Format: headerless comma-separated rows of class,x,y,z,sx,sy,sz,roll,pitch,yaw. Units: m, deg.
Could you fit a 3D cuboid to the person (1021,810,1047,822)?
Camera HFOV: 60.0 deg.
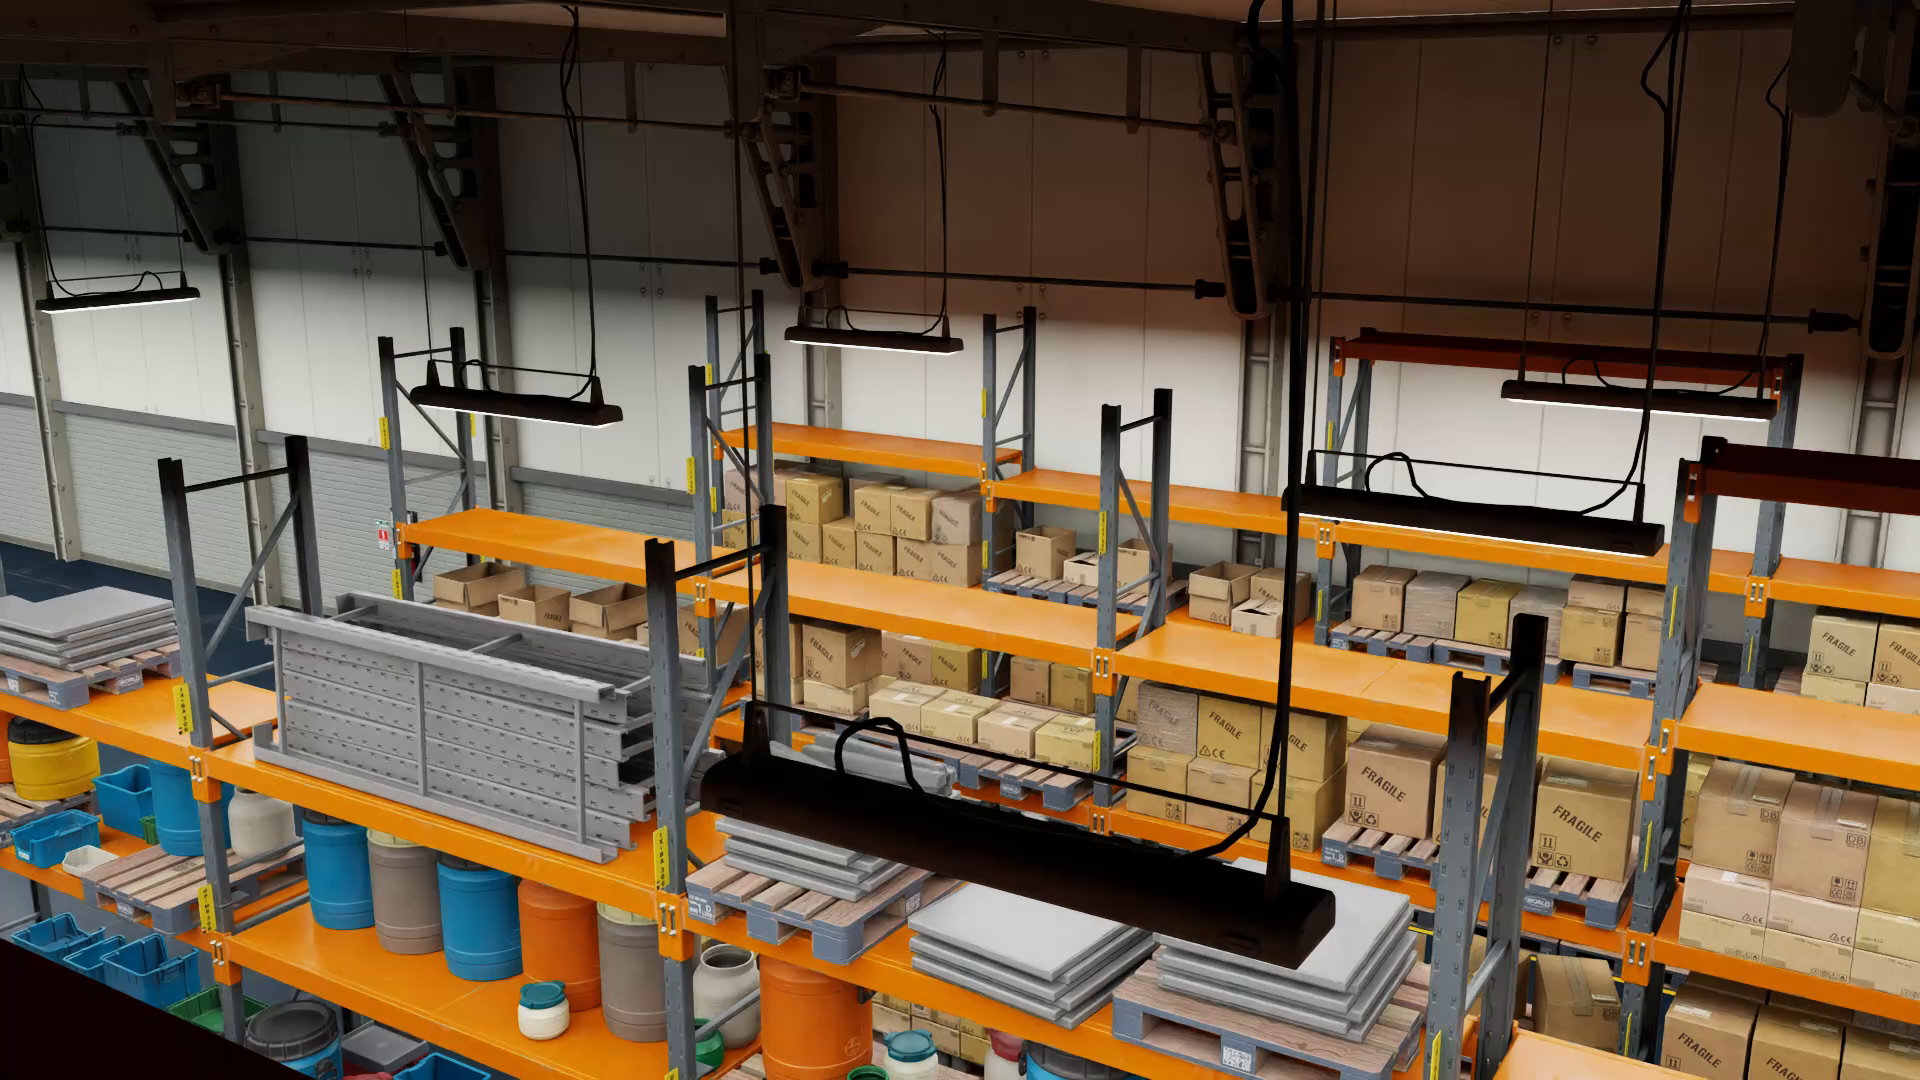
person,0.786,3.399,16.159,0.741,1.615,0.620,13,19,41
